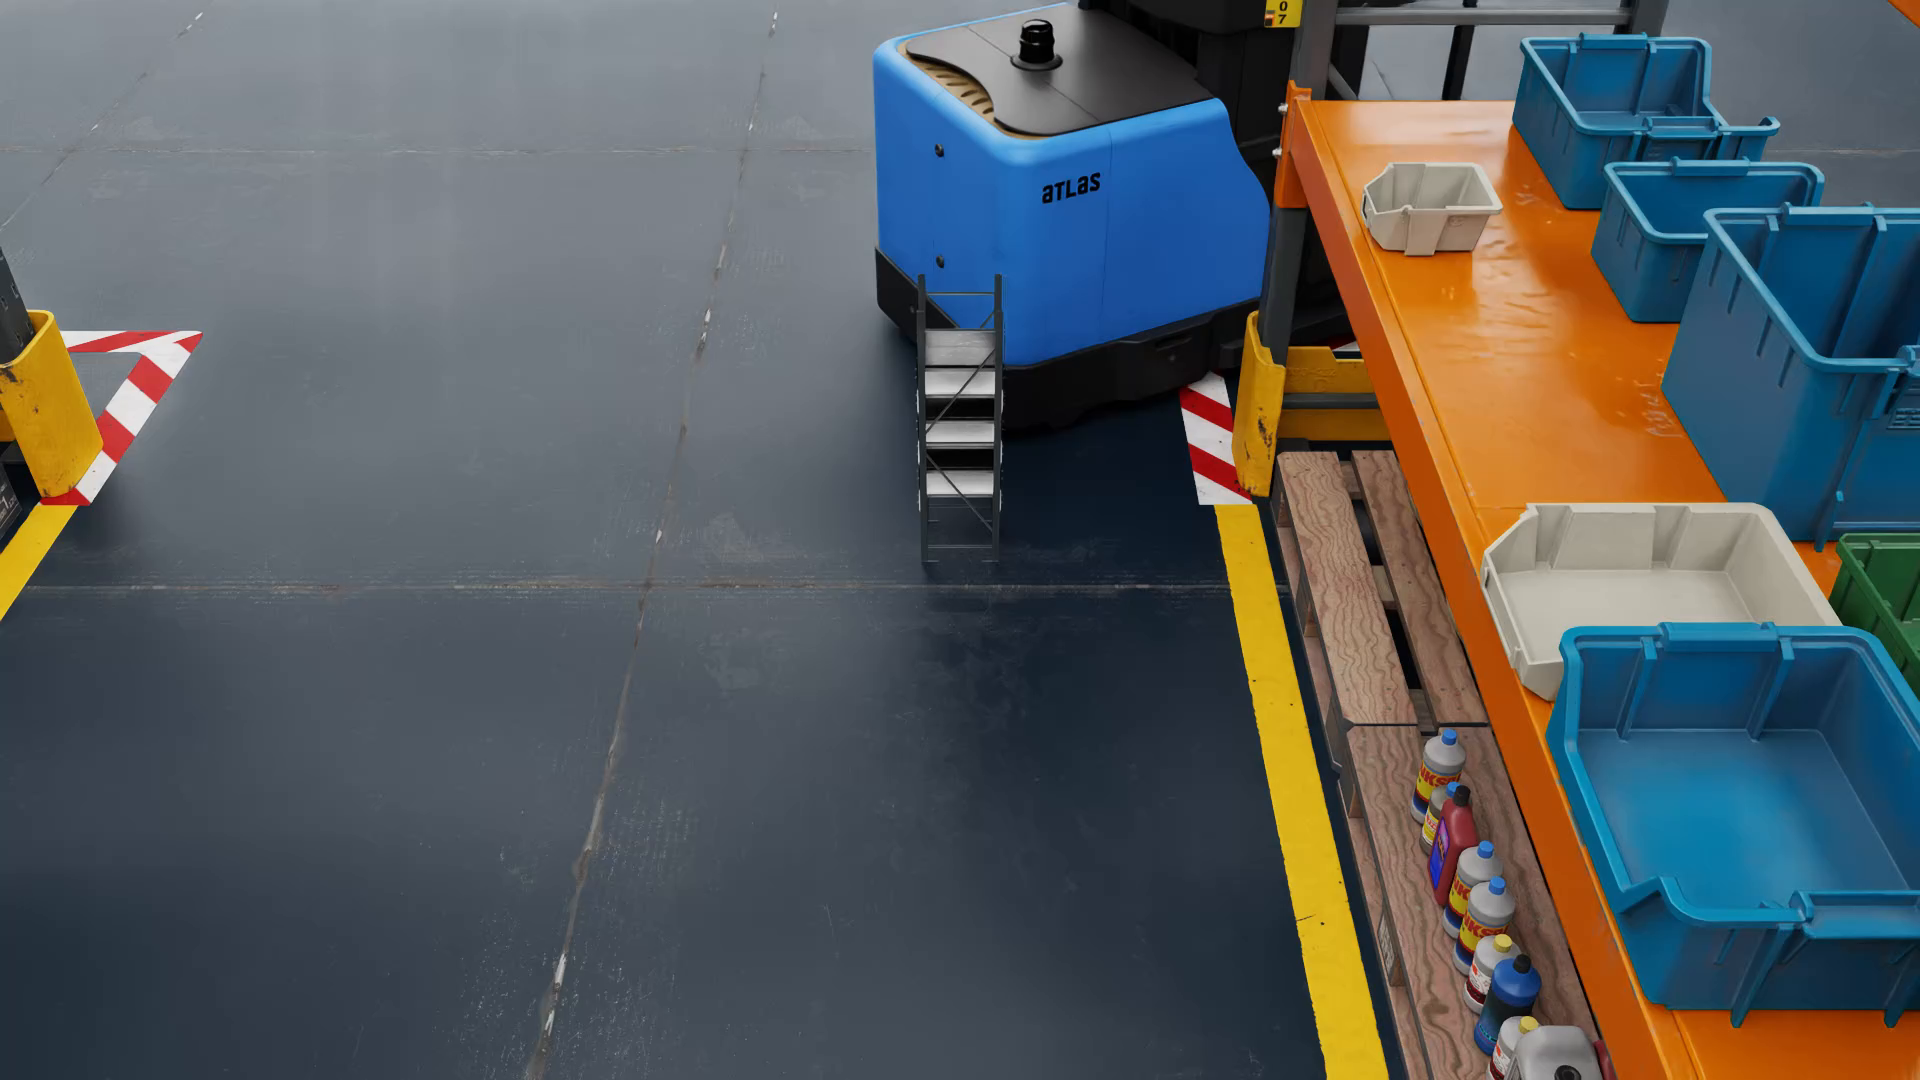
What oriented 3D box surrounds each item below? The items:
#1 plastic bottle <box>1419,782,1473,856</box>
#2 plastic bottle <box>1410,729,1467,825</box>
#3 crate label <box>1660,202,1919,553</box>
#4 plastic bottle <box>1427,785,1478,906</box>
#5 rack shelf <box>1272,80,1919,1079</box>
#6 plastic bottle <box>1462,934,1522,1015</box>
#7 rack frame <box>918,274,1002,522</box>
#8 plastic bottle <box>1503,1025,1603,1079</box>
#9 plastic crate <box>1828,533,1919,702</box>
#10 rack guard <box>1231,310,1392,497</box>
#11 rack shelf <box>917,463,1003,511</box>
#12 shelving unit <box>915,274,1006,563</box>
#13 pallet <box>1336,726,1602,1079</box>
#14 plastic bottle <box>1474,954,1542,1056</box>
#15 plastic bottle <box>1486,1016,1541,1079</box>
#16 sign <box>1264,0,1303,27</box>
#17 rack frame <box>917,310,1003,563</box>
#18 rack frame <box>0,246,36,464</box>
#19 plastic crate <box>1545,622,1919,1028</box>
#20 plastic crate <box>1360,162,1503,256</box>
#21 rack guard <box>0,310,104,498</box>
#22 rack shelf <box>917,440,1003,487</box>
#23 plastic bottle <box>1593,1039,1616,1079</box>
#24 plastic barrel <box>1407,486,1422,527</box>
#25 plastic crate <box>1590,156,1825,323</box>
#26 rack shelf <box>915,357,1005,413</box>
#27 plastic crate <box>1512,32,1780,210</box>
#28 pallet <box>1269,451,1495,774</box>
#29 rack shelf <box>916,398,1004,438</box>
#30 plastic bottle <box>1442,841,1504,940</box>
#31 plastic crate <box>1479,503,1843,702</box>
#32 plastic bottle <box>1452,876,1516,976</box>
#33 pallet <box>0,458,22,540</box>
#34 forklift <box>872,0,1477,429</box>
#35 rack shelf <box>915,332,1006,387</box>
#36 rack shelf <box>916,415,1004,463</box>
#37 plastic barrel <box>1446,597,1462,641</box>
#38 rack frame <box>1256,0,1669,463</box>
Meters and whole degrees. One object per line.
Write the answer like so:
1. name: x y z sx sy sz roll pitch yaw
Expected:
1. plastic bottle: 1.150 0.652 3.924 0.097 0.201 0.097 0 39 0
2. plastic bottle: 1.150 0.560 3.983 0.097 0.271 0.097 0 39 0
3. crate label: 1.732 -0.330 3.235 0.502 0.435 0.616 0 39 0
4. plastic bottle: 1.132 0.697 3.802 0.061 0.283 0.133 1 39 1
5. rack shelf: 1.462 0.064 3.346 1.077 0.370 4.000 0 39 0
6. plastic bottle: 1.150 0.926 3.582 0.097 0.201 0.097 0 39 0
7. rack frame: 0.000 -0.410 5.042 0.240 0.900 0.006 0 39 0
8. plastic bottle: 1.178 1.099 3.306 0.152 0.276 0.135 1 39 1
9. plastic crate: 1.745 0.268 2.687 0.450 0.188 0.662 0 39 0
10. rack guard: 1.506 -0.444 5.405 1.175 0.500 0.348 0 39 0
11. rack shelf: 0.000 -0.180 5.096 0.258 0.077 0.200 0 39 0
12. shelving unit: 0.000 -0.346 4.962 0.258 0.900 0.210 0 39 0
13. pallet: 1.500 0.938 3.911 1.003 0.211 1.213 0 39 0
14. plastic bottle: 1.150 0.963 3.479 0.097 0.271 0.097 0 39 0
15. plastic bottle: 1.151 1.055 3.421 0.097 0.201 0.097 0 39 0
16. sign: 0.909 -1.577 4.598 0.100 0.325 0.005 0 39 0
17. rack frame: 0.000 -0.282 4.883 0.240 0.900 0.006 0 39 0
18. rack frame: -3.494 -1.464 4.678 1.000 3.000 0.127 0 39 0
19. plastic crate: 1.191 0.400 2.471 0.499 0.251 0.616 0 39 0
20. plastic crate: 1.138 -0.804 4.066 0.298 0.136 0.250 0 39 0
21. rack guard: -3.494 -0.441 5.400 1.175 0.500 0.348 0 39 0
22. rack shelf: 0.000 -0.250 5.039 0.258 0.077 0.200 0 39 0
23. plastic bottle: 1.285 1.096 3.304 0.061 0.283 0.133 0 39 0
24. plastic barrel: 1.536 -0.249 4.815 0.421 0.512 0.421 0 39 0
25. plastic crate: 1.754 -0.690 3.832 0.499 0.251 0.408 0 39 0
26. rack shelf: 0.000 -0.461 4.871 0.258 0.077 0.200 0 39 0
27. plastic crate: 1.759 -1.096 4.338 0.499 0.251 0.616 0 39 0
28. pallet: 1.502 0.177 4.861 1.003 0.211 1.213 0 39 0
29. rack shelf: 0.000 -0.390 4.927 0.258 0.077 0.200 0 39 0
30. plastic bottle: 1.150 0.774 3.715 0.097 0.271 0.097 0 39 0
31. plastic crate: 1.209 0.122 2.910 0.530 0.136 0.437 0 39 0
32. plastic bottle: 1.150 0.837 3.637 0.097 0.271 0.097 0 39 0
33. pallet: -3.528 0.180 4.856 1.003 0.211 1.213 0 39 0
34. forklift: 1.230 -2.178 5.624 3.031 2.935 1.130 -19 42 -22
35. rack shelf: 0.000 -0.531 4.814 0.258 0.077 0.200 0 39 0
36. rack shelf: 0.000 -0.320 4.983 0.258 0.077 0.200 0 39 0
37. plastic barrel: 1.537 0.065 4.424 0.421 0.512 0.421 0 39 0
38. rack frame: 1.459 -1.467 4.682 1.000 3.000 0.127 0 39 0
